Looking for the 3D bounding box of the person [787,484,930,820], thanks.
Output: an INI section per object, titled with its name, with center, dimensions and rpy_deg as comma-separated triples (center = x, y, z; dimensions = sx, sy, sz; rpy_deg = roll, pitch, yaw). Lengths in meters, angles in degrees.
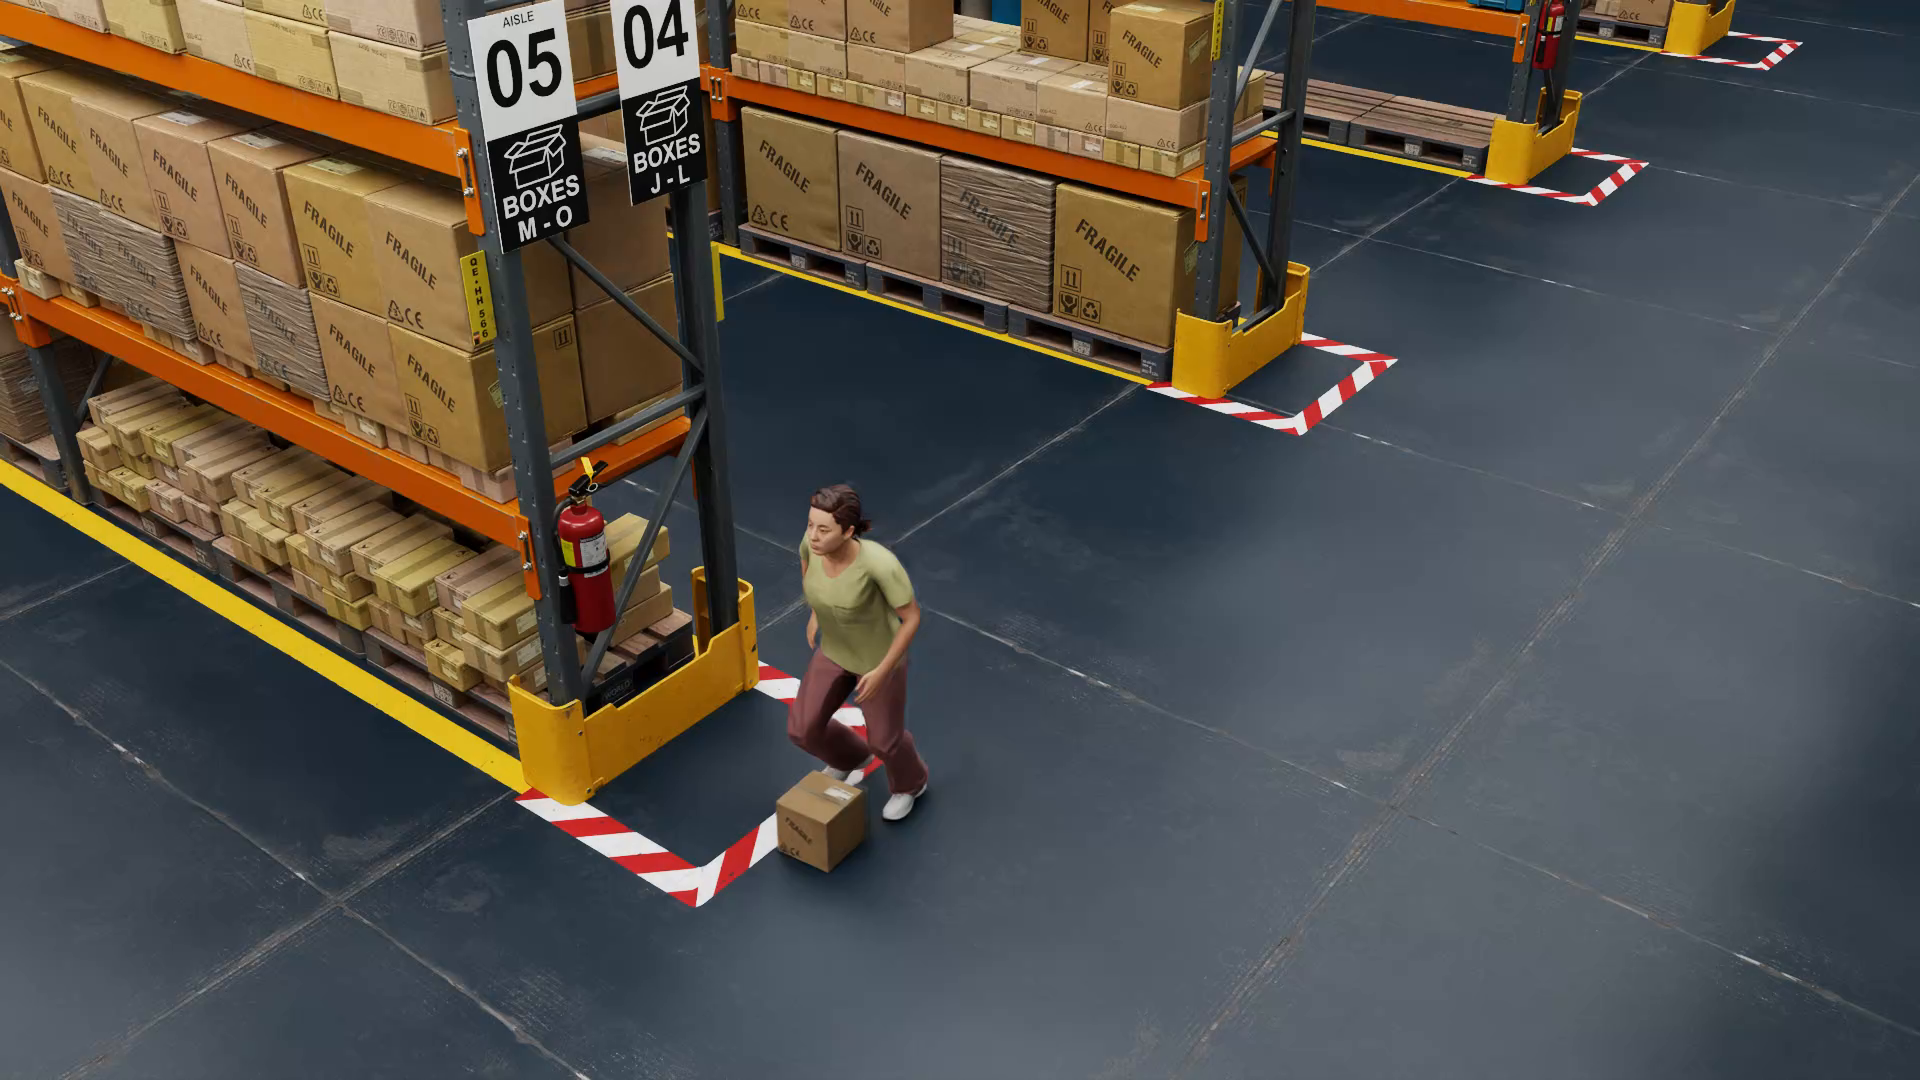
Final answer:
[person]
center = -0.381, 0.435, 6.476
dimensions = 0.604, 1.600, 0.547
rpy_deg = 19, 36, 28
